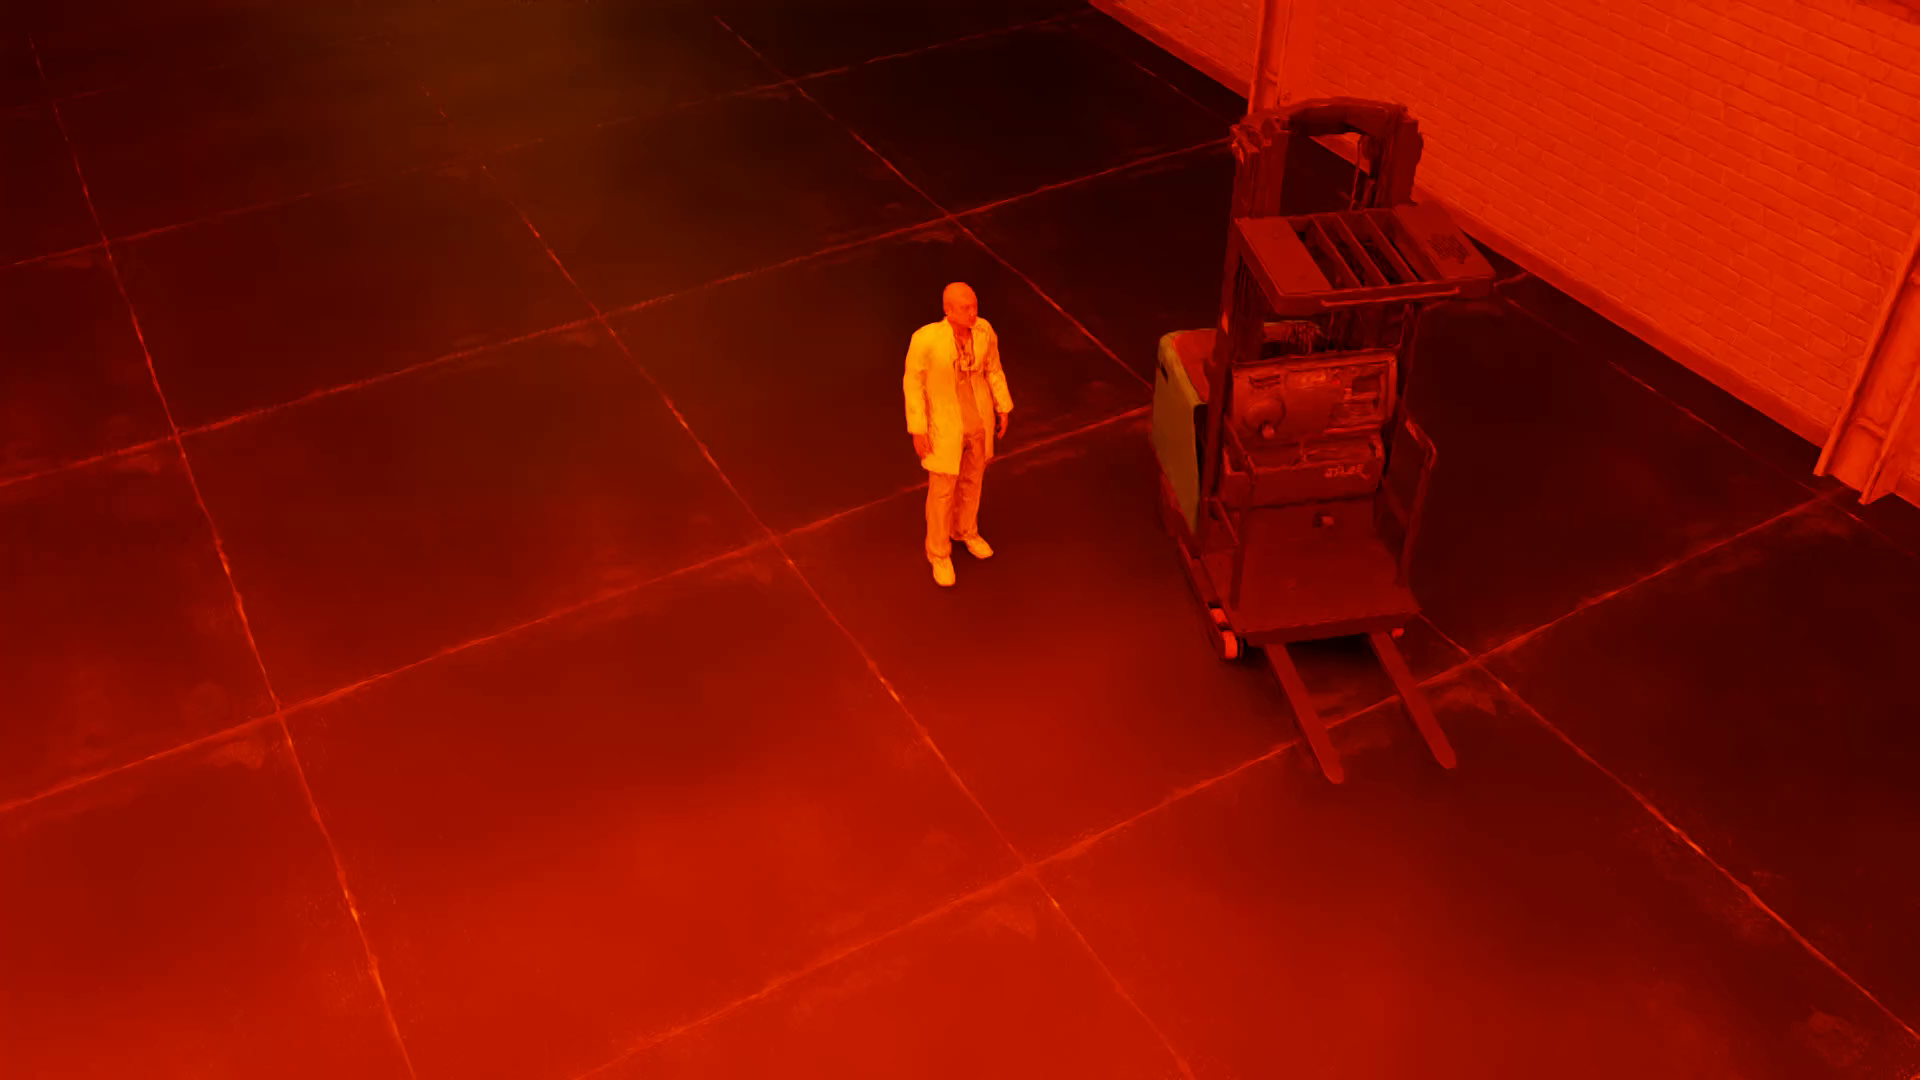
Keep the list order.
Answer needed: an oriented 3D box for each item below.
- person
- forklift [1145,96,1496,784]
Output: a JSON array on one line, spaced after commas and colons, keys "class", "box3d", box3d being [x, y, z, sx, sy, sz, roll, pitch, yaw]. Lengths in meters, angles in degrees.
[{"class": "person", "box3d": [0.042, -0.638, 9.698, 0.694, 1.776, 0.579, -20, 44, -23]}, {"class": "forklift", "box3d": [1.968, -0.702, 8.883, 1.130, 2.935, 3.031, -7, 40, -8]}]
